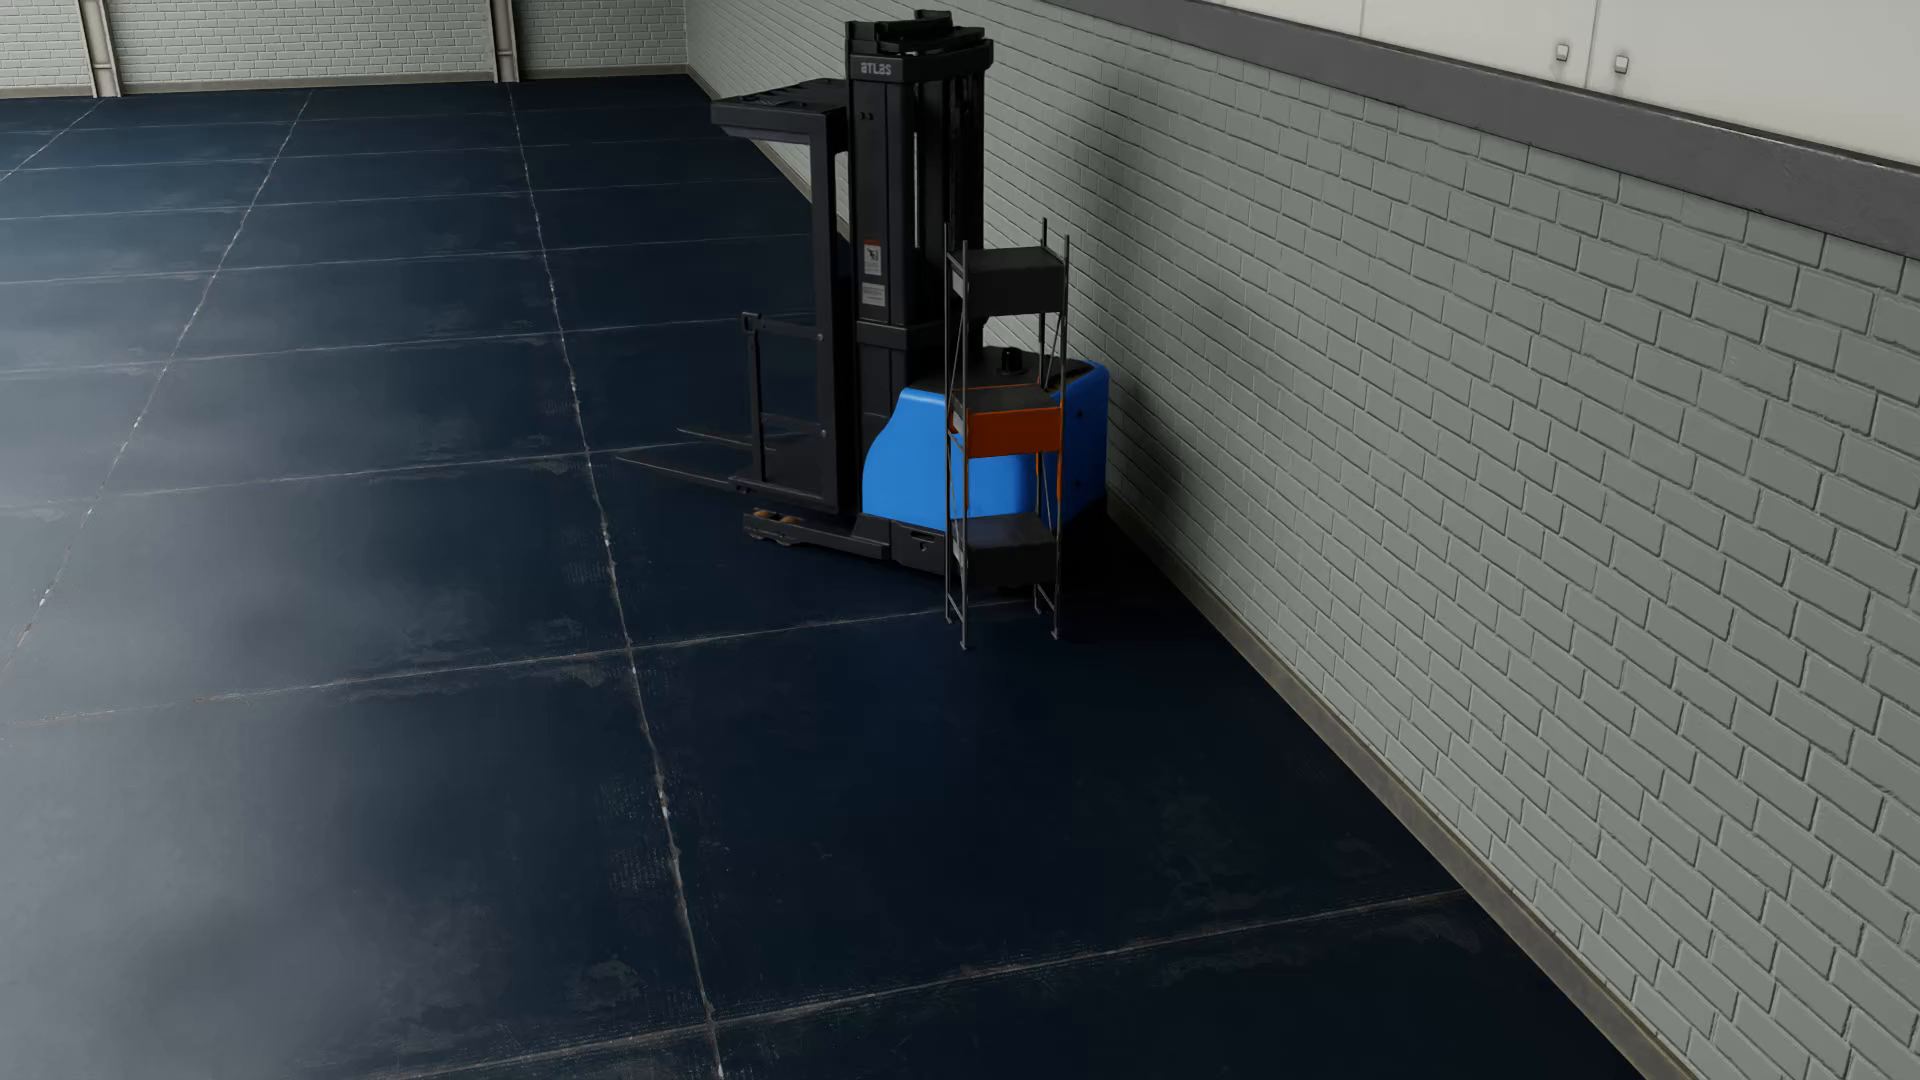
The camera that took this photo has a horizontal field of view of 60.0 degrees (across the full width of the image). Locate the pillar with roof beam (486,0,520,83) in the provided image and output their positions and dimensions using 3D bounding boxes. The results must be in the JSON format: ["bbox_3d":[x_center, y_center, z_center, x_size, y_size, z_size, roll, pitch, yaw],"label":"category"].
[{"bbox_3d":[-6.280,-10.042,21.741,0.400,9.000,9.100,-6,24,-14],"label":"pillar with roof beam"}]

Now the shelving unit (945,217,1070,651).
[{"bbox_3d":[0.217,-0.502,8.258,0.503,2.100,0.431,-6,24,-13],"label":"shelving unit"}]

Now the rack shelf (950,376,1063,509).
[{"bbox_3d":[0.217,-0.490,8.263,0.480,0.518,0.431,-6,24,-13],"label":"rack shelf"}]

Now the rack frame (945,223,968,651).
[{"bbox_3d":[-0.019,-0.479,8.204,0.015,2.100,0.400,-6,24,-13],"label":"rack frame"}]

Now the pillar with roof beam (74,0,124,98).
[{"bbox_3d":[-12.057,-9.403,20.252,0.400,9.000,9.100,-6,24,-14],"label":"pillar with roof beam"}]

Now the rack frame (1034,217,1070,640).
[{"bbox_3d":[0.454,-0.526,8.312,0.015,2.100,0.400,-6,24,-13],"label":"rack frame"}]

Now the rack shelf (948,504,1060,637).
[{"bbox_3d":[0.217,0.153,8.539,0.480,0.518,0.431,-6,24,-13],"label":"rack shelf"}]

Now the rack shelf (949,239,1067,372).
[{"bbox_3d":[0.217,-1.133,7.987,0.480,0.518,0.431,-6,24,-13],"label":"rack shelf"}]

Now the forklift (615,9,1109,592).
[{"bbox_3d":[-0.682,-1.477,9.476,3.031,2.935,1.130,13,26,27],"label":"forklift"}]
